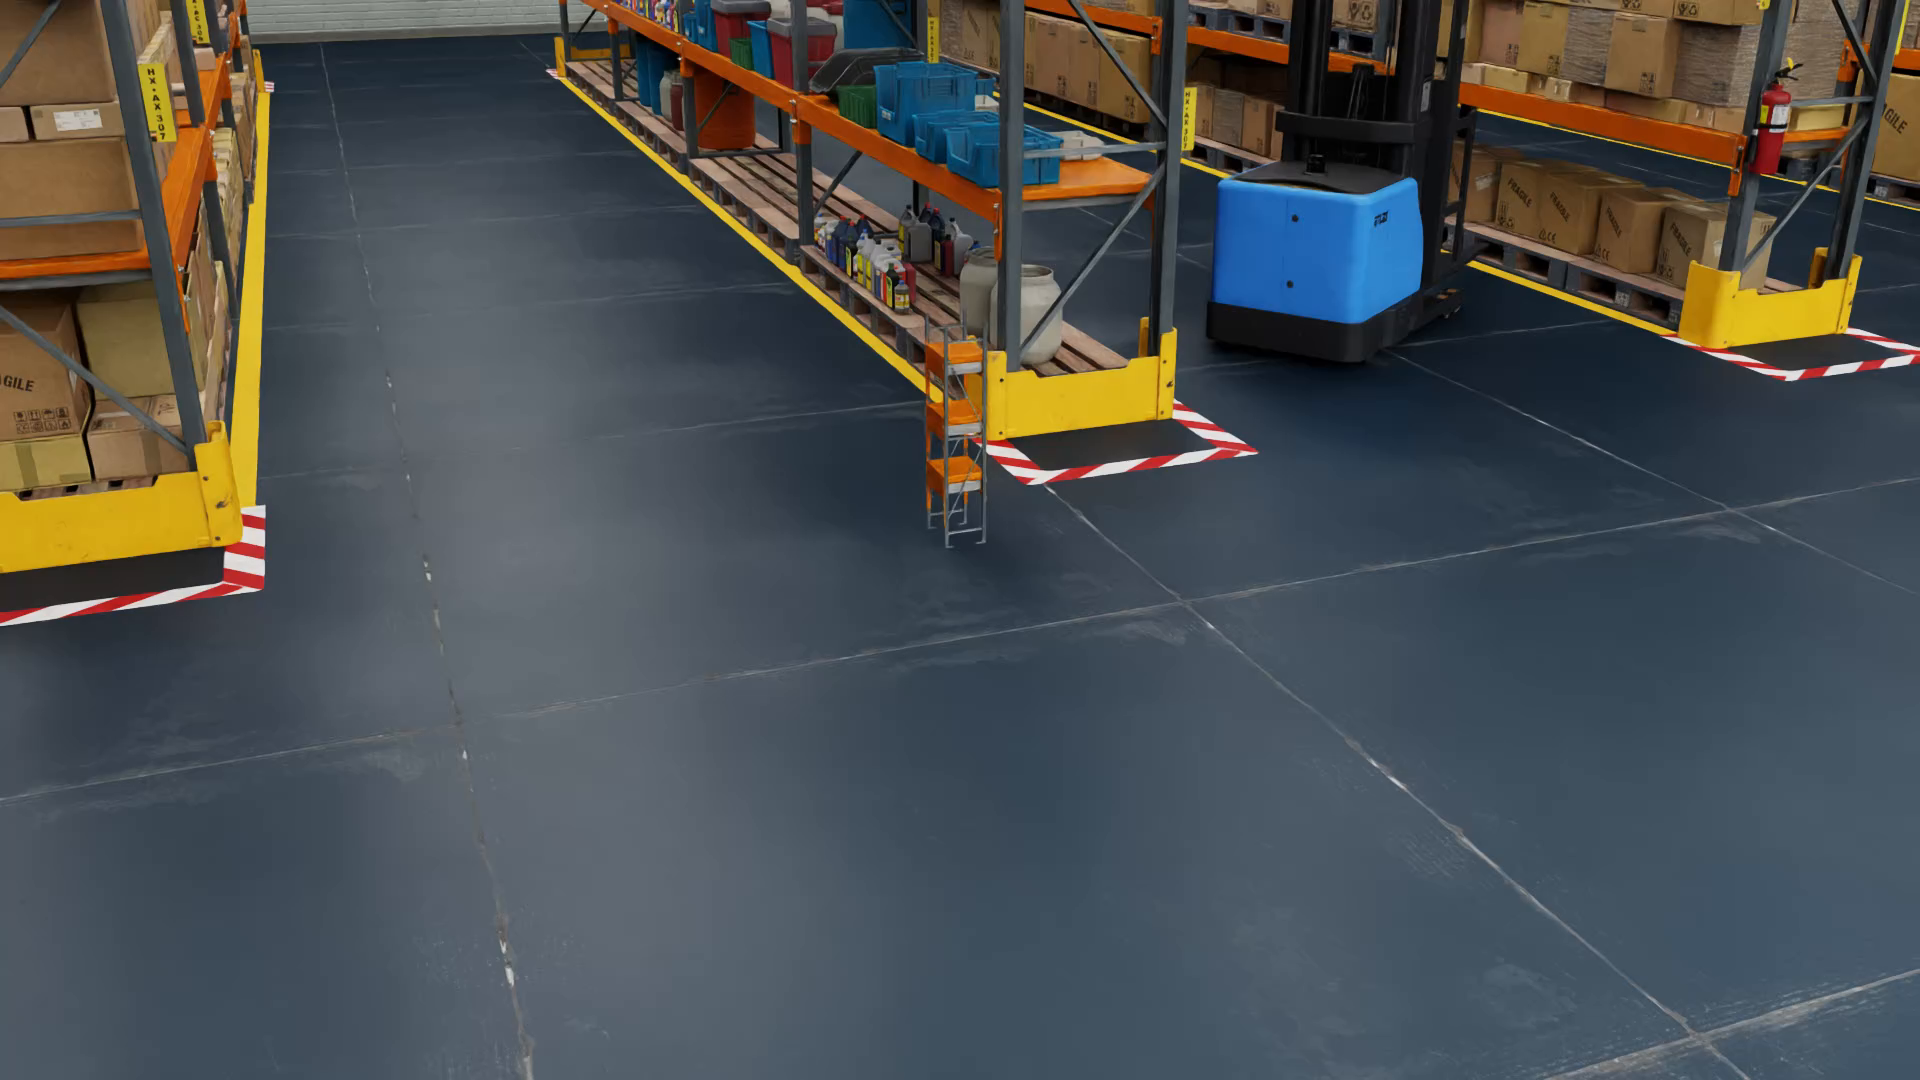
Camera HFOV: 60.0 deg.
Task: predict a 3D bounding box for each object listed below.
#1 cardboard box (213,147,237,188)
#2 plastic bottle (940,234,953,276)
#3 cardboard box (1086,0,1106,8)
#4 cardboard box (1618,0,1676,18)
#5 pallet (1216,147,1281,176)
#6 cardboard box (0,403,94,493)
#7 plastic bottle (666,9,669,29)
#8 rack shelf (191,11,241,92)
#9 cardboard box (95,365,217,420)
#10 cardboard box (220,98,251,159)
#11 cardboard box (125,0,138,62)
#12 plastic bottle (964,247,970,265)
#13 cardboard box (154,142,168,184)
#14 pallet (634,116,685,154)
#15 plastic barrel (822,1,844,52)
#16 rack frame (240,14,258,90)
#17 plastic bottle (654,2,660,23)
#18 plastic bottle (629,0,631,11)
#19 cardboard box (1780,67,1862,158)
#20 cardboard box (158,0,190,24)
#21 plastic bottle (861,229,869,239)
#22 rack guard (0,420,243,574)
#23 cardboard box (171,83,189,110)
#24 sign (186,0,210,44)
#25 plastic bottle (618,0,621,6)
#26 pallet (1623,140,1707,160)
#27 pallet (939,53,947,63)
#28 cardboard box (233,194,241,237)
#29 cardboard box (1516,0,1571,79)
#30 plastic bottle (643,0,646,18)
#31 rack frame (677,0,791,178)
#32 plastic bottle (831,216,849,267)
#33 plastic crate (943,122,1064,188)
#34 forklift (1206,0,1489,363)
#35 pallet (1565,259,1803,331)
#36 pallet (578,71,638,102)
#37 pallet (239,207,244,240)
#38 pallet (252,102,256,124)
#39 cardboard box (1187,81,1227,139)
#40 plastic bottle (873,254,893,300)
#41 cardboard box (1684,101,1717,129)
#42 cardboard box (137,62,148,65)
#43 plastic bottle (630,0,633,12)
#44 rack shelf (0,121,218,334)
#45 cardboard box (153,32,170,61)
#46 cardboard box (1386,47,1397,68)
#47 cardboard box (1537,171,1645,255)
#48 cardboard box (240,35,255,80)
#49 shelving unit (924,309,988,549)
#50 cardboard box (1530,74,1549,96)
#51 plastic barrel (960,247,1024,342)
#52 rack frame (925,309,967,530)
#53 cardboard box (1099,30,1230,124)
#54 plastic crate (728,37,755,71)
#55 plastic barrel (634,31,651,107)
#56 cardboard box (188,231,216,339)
[{"bbox_3d":[-5.992,-2.919,13.092,0.500,0.311,0.500,-9,24,-19],"label":"cardboard box"},{"bbox_3d":[-0.092,-1.983,11.523,0.061,0.283,0.133,-8,24,-19],"label":"plastic bottle"},{"bbox_3d":[1.732,-6.182,18.427,0.500,0.500,0.500,-9,25,-21],"label":"cardboard box"},{"bbox_3d":[4.714,-3.705,10.878,0.500,0.500,0.500,-8,24,-19],"label":"cardboard box"},{"bbox_3d":[3.197,-3.609,16.041,1.003,0.211,1.213,-8,24,-19],"label":"pallet"},{"bbox_3d":[-4.413,-0.437,7.924,0.500,0.250,0.500,-8,24,-19],"label":"cardboard box"},{"bbox_3d":[-2.820,-5.102,16.248,0.097,0.201,0.097,0,23,0],"label":"plastic bottle"},{"bbox_3d":[-7.480,-4.658,15.866,1.077,0.370,4.000,-8,24,-19],"label":"rack shelf"},{"bbox_3d":[-4.109,-0.689,8.522,0.500,0.250,0.500,-8,24,-19],"label":"cardboard box"},{"bbox_3d":[-7.029,-3.891,15.771,0.500,0.500,0.500,-9,24,-20],"label":"cardboard box"},{"bbox_3d":[-4.489,-2.564,8.172,0.700,0.500,0.500,-8,24,-19],"label":"cardboard box"},{"bbox_3d":[0.075,-1.921,11.481,0.097,0.201,0.097,0,23,0],"label":"plastic bottle"},{"bbox_3d":[-4.650,-2.136,8.826,0.700,0.500,0.500,-8,24,-17],"label":"cardboard box"},{"bbox_3d":[-2.883,-4.379,17.869,1.003,0.211,1.213,-8,24,-19],"label":"pallet"},{"bbox_3d":[-0.858,-3.928,13.032,0.433,0.535,0.433,0,23,0],"label":"plastic barrel"},{"bbox_3d":[-9.599,-7.170,20.898,1.000,3.000,0.127,-8,24,-19],"label":"rack frame"},{"bbox_3d":[-3.026,-5.314,16.751,0.097,0.201,0.097,0,23,0],"label":"plastic bottle"},{"bbox_3d":[-3.531,-5.833,17.983,0.097,0.201,0.097,0,23,0],"label":"plastic bottle"},{"bbox_3d":[8.281,-4.181,16.164,1.050,0.750,0.750,-8,24,-19],"label":"cardboard box"},{"bbox_3d":[-7.101,-4.716,14.407,0.700,0.500,0.500,-18,29,-36],"label":"cardboard box"},{"bbox_3d":[-0.664,-2.047,11.690,0.097,0.271,0.097,0,23,0],"label":"plastic bottle"},{"bbox_3d":[-3.939,-0.195,7.570,1.175,0.500,0.348,-8,24,-19],"label":"rack guard"},{"bbox_3d":[-5.482,-3.044,11.433,0.380,0.149,0.250,-8,24,-19],"label":"cardboard box"},{"bbox_3d":[-4.842,-3.321,10.552,0.100,0.325,0.005,-8,24,-19],"label":"sign"},{"bbox_3d":[-3.774,-6.100,18.512,0.061,0.283,0.133,-8,24,-19],"label":"plastic bottle"},{"bbox_3d":[7.807,-4.240,17.538,1.003,0.211,1.213,-8,24,-19],"label":"pallet"},{"bbox_3d":[0.025,-6.963,23.998,1.003,0.211,1.213,-8,24,-19],"label":"pallet"},{"bbox_3d":[-5.815,-2.475,12.760,0.500,0.250,0.500,-8,24,-18],"label":"cardboard box"},{"bbox_3d":[4.562,-3.637,12.004,0.875,0.500,0.500,-8,24,-19],"label":"cardboard box"},{"bbox_3d":[-3.213,-5.601,17.241,0.144,0.351,0.185,-8,24,-19],"label":"plastic bottle"},{"bbox_3d":[-2.138,-4.941,15.611,1.000,3.000,0.127,-8,24,-19],"label":"rack frame"},{"bbox_3d":[-0.828,-2.119,11.761,0.144,0.351,0.185,-8,24,-18],"label":"plastic bottle"},{"bbox_3d":[0.231,-2.107,9.077,0.499,0.251,0.616,-8,24,-19],"label":"plastic crate"},{"bbox_3d":[2.824,-2.949,10.973,1.130,2.935,3.031,15,27,31],"label":"forklift"},{"bbox_3d":[5.041,-1.756,11.646,1.003,0.211,1.213,-8,24,-19],"label":"pallet"},{"bbox_3d":[-4.282,-5.815,21.276,1.003,0.211,1.213,-8,24,-19],"label":"pallet"},{"bbox_3d":[-6.519,-2.673,13.821,1.003,0.211,1.213,-8,24,-19],"label":"pallet"},{"bbox_3d":[-8.428,-4.681,18.584,1.003,0.211,1.213,-8,24,-19],"label":"pallet"},{"bbox_3d":[2.751,-4.431,17.052,0.700,0.500,0.500,-10,25,-22],"label":"cardboard box"},{"bbox_3d":[-0.483,-1.735,10.944,0.152,0.276,0.135,-9,24,-20],"label":"plastic bottle"},{"bbox_3d":[4.940,-2.764,10.770,0.380,0.149,0.250,-8,24,-19],"label":"cardboard box"},{"bbox_3d":[-4.341,-2.341,8.478,0.380,0.149,0.250,-9,24,-20],"label":"cardboard box"},{"bbox_3d":[-3.507,-5.826,17.861,0.061,0.283,0.133,-8,24,-19],"label":"plastic bottle"},{"bbox_3d":[-4.654,-1.751,8.969,1.077,0.370,4.000,-8,24,-19],"label":"rack shelf"},{"bbox_3d":[-4.883,-2.900,9.805,0.380,0.149,0.250,-9,25,-21],"label":"cardboard box"},{"bbox_3d":[3.703,-3.932,13.541,0.380,0.149,0.250,-8,24,-19],"label":"cardboard box"},{"bbox_3d":[4.670,-2.427,12.324,0.500,0.500,0.500,-6,24,-14],"label":"cardboard box"},{"bbox_3d":[-9.177,-6.057,20.910,0.500,0.500,0.500,-8,24,-19],"label":"cardboard box"},{"bbox_3d":[-0.019,-0.503,7.592,0.215,1.050,0.252,-8,24,-19],"label":"shelving unit"},{"bbox_3d":[4.376,-3.304,12.051,0.380,0.149,0.250,-8,24,-19],"label":"cardboard box"},{"bbox_3d":[0.207,-1.492,10.091,0.421,0.512,0.421,0,23,0],"label":"plastic barrel"},{"bbox_3d":[-0.062,-0.548,7.697,0.200,1.050,0.008,-8,24,-19],"label":"rack frame"},{"bbox_3d":[2.271,-5.089,18.156,1.225,0.875,0.875,-10,25,-21],"label":"cardboard box"},{"bbox_3d":[-1.604,-3.984,13.613,0.450,0.188,0.662,-8,24,-19],"label":"plastic crate"},{"bbox_3d":[-3.375,-5.421,18.911,0.600,0.901,0.708,-8,24,-19],"label":"plastic barrel"},{"bbox_3d":[-4.456,-1.399,9.241,0.500,0.500,0.500,-8,24,-19],"label":"cardboard box"}]
